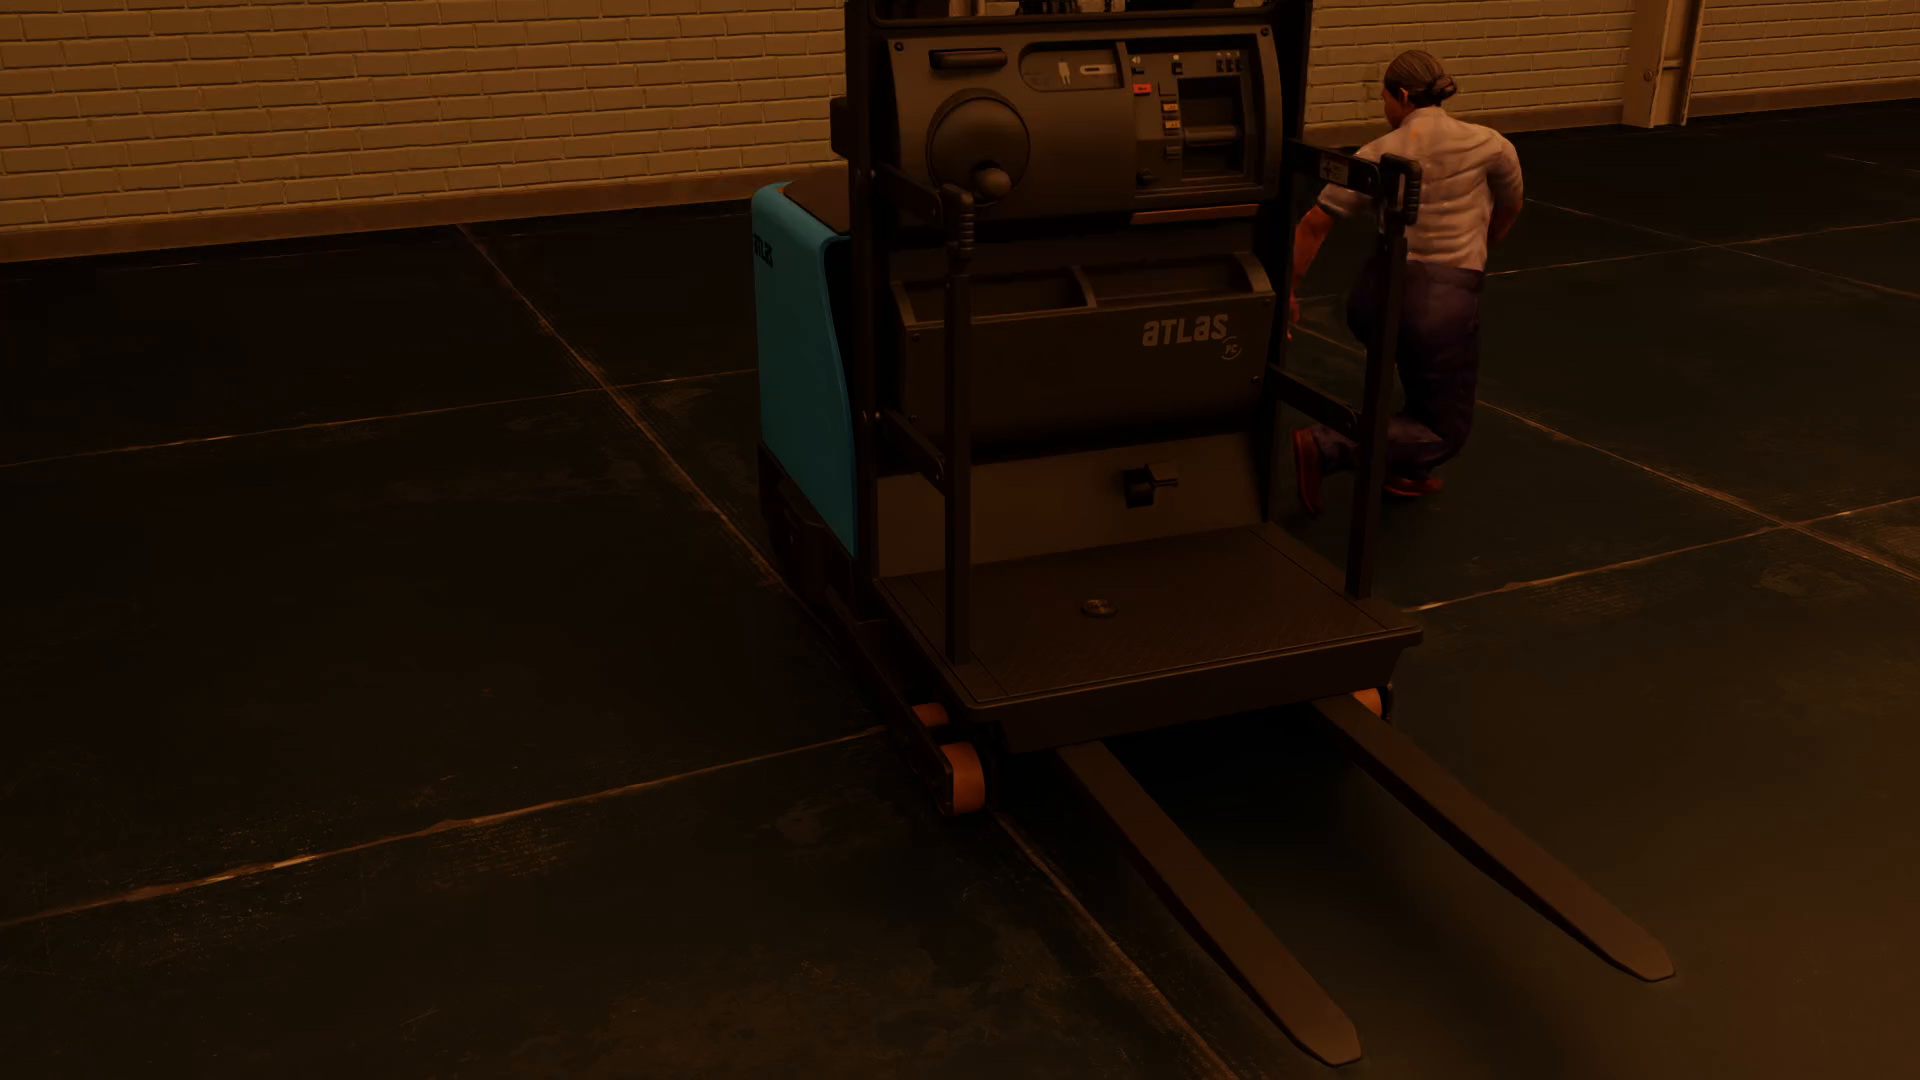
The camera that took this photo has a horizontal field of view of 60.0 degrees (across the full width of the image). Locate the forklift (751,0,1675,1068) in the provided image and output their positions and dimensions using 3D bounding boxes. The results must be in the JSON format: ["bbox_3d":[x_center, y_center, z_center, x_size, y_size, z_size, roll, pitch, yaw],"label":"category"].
[{"bbox_3d":[0.367,-0.925,3.512,1.130,2.935,3.031,-8,24,-18],"label":"forklift"}]

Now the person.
[{"bbox_3d":[1.347,-0.770,5.176,0.846,1.433,0.589,-17,28,-35],"label":"person"}]
